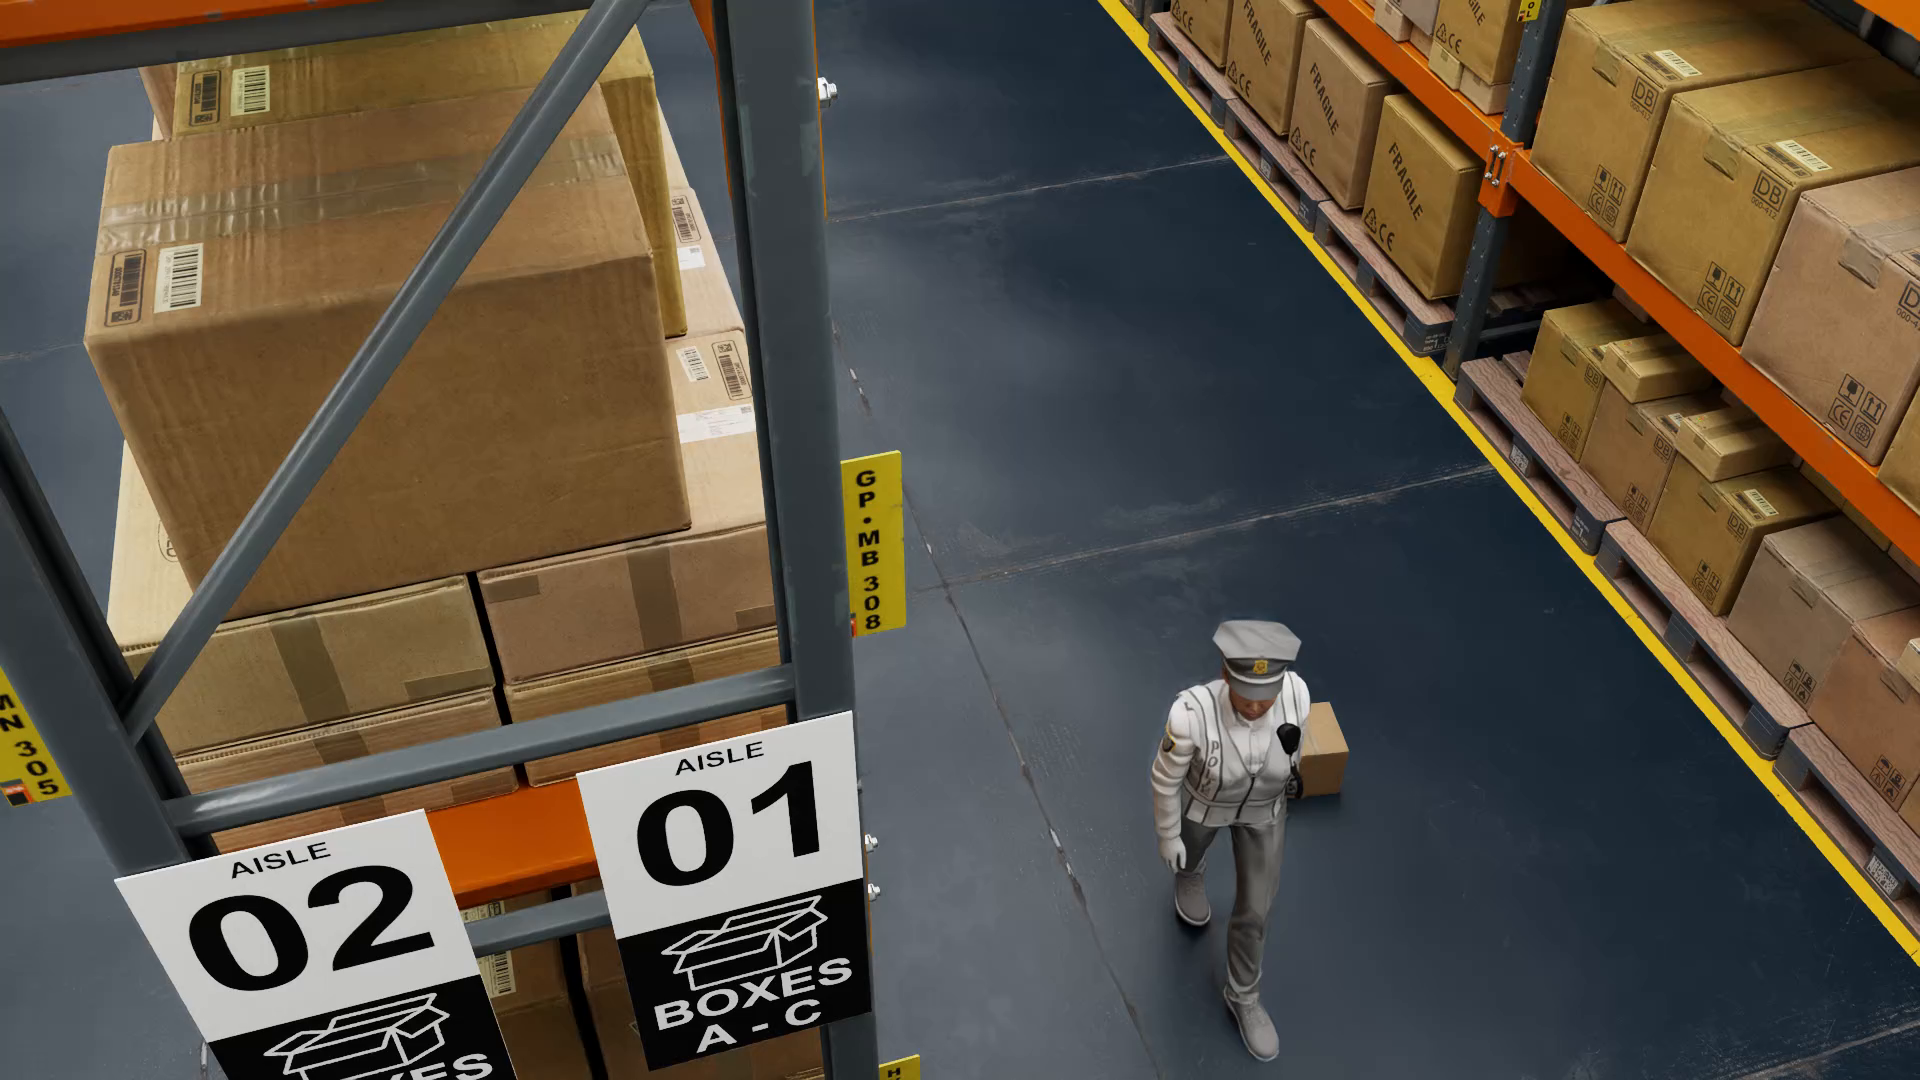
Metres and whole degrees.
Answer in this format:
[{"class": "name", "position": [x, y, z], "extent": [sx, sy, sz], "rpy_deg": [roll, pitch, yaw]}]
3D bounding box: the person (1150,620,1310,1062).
[{"class": "person", "position": [0.835, 0.852, 5.223], "extent": [0.513, 1.672, 0.795], "rpy_deg": [-2, 43, -2]}]
